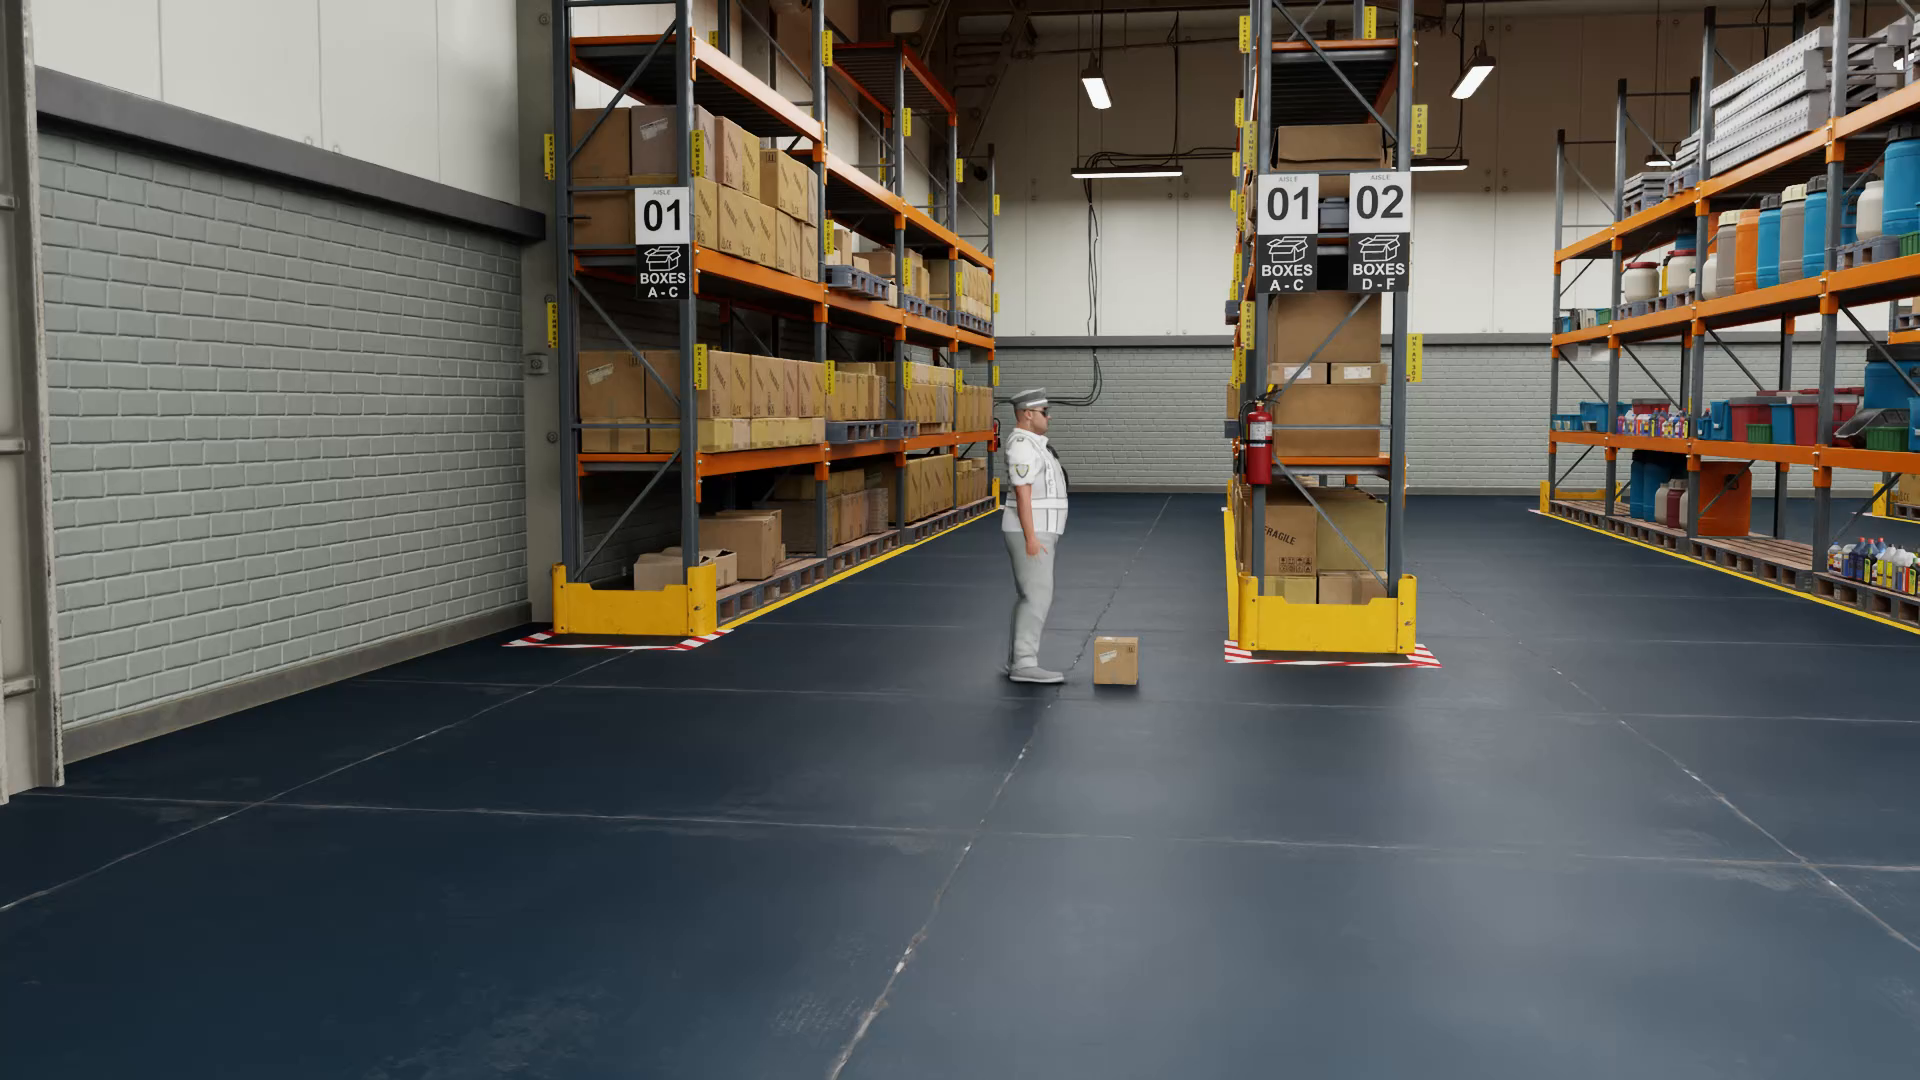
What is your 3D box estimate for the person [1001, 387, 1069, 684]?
[{"bbox_3d":[0.449,-0.013,10.005,0.397,1.810,0.527,1,4,10],"label":"person"}]
